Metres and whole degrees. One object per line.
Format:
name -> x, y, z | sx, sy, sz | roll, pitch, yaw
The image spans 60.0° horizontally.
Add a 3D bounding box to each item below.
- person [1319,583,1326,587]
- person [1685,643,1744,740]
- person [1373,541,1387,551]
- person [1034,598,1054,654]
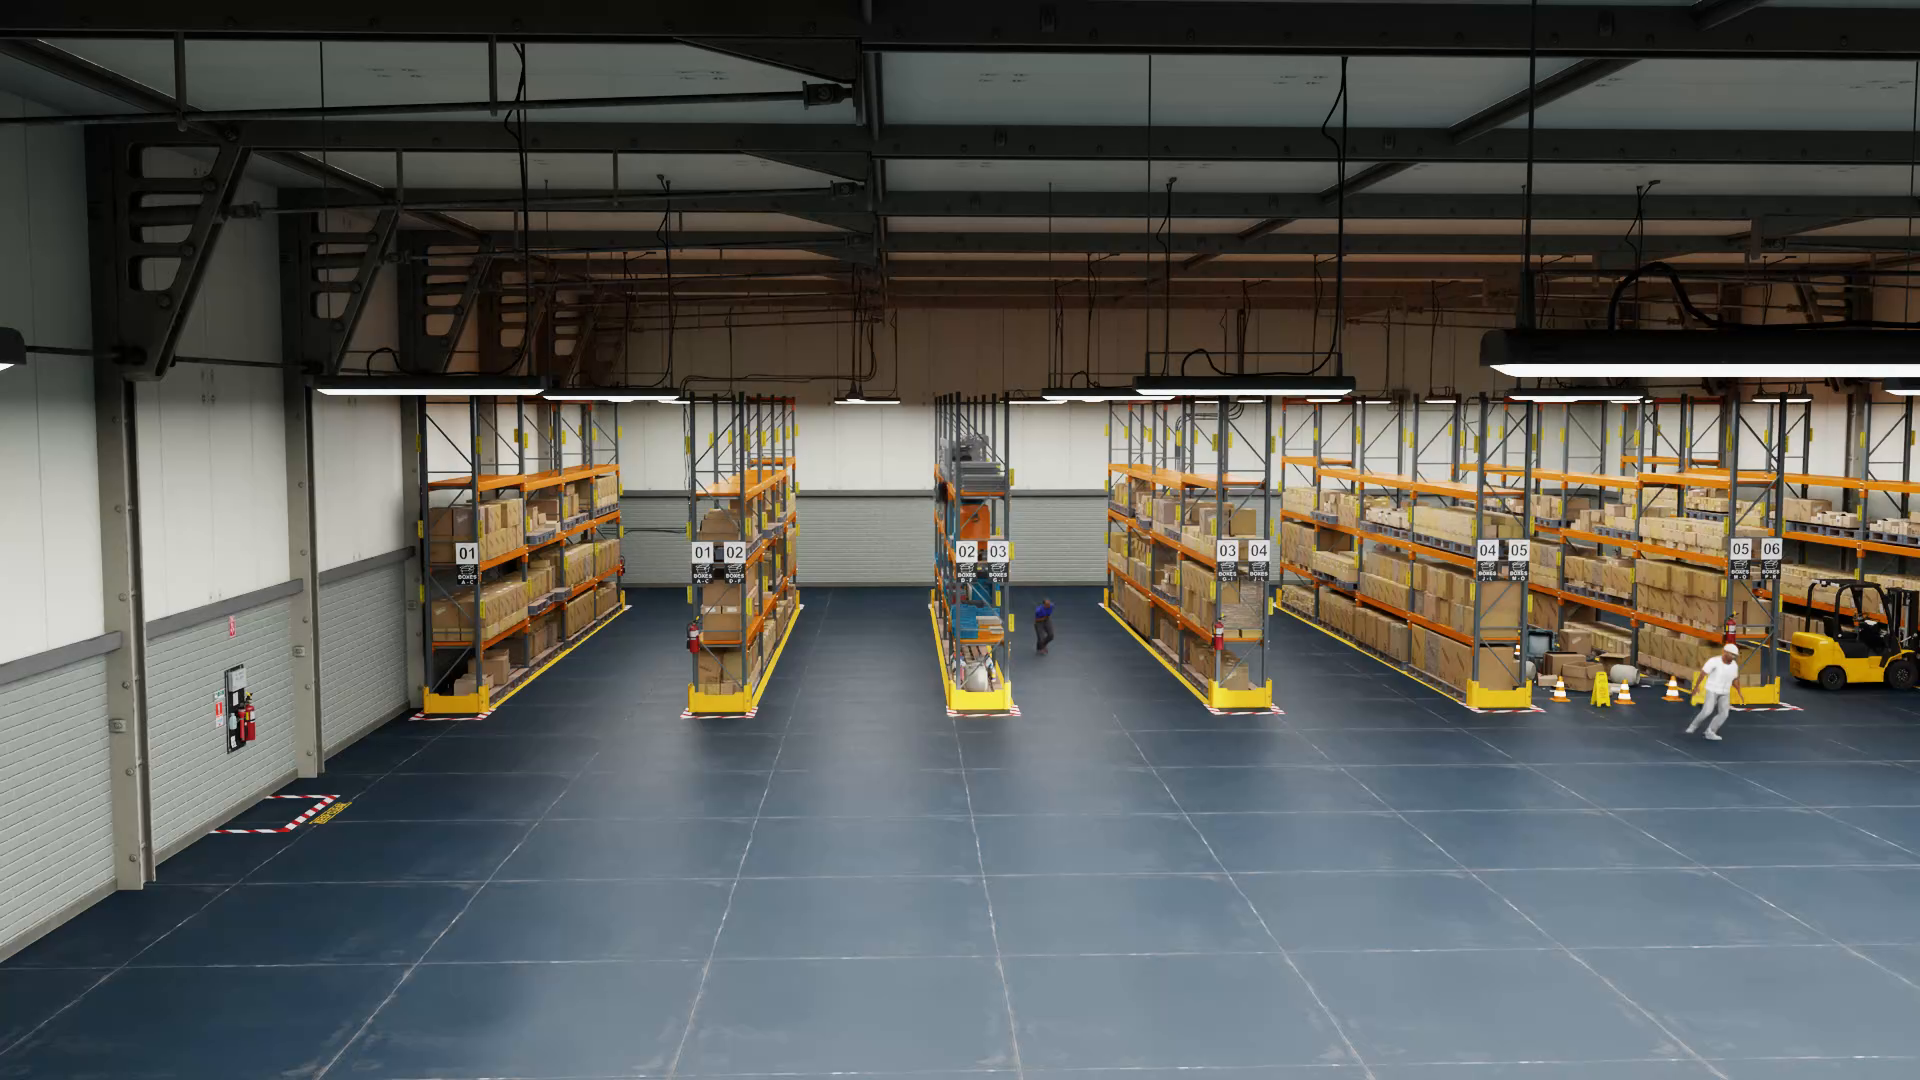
person -> 10.881, 0.936, 48.879 | 1.053, 1.686, 0.703 | 0, 5, -4
person -> 12.959, 2.587, 28.508 | 0.836, 1.684, 0.694 | -1, 5, -12
person -> 12.741, 0.759, 50.456 | 1.067, 1.768, 0.705 | -2, 5, -23
person -> 1.938, 1.972, 38.252 | 0.570, 1.366, 0.970 | -2, 5, -21
